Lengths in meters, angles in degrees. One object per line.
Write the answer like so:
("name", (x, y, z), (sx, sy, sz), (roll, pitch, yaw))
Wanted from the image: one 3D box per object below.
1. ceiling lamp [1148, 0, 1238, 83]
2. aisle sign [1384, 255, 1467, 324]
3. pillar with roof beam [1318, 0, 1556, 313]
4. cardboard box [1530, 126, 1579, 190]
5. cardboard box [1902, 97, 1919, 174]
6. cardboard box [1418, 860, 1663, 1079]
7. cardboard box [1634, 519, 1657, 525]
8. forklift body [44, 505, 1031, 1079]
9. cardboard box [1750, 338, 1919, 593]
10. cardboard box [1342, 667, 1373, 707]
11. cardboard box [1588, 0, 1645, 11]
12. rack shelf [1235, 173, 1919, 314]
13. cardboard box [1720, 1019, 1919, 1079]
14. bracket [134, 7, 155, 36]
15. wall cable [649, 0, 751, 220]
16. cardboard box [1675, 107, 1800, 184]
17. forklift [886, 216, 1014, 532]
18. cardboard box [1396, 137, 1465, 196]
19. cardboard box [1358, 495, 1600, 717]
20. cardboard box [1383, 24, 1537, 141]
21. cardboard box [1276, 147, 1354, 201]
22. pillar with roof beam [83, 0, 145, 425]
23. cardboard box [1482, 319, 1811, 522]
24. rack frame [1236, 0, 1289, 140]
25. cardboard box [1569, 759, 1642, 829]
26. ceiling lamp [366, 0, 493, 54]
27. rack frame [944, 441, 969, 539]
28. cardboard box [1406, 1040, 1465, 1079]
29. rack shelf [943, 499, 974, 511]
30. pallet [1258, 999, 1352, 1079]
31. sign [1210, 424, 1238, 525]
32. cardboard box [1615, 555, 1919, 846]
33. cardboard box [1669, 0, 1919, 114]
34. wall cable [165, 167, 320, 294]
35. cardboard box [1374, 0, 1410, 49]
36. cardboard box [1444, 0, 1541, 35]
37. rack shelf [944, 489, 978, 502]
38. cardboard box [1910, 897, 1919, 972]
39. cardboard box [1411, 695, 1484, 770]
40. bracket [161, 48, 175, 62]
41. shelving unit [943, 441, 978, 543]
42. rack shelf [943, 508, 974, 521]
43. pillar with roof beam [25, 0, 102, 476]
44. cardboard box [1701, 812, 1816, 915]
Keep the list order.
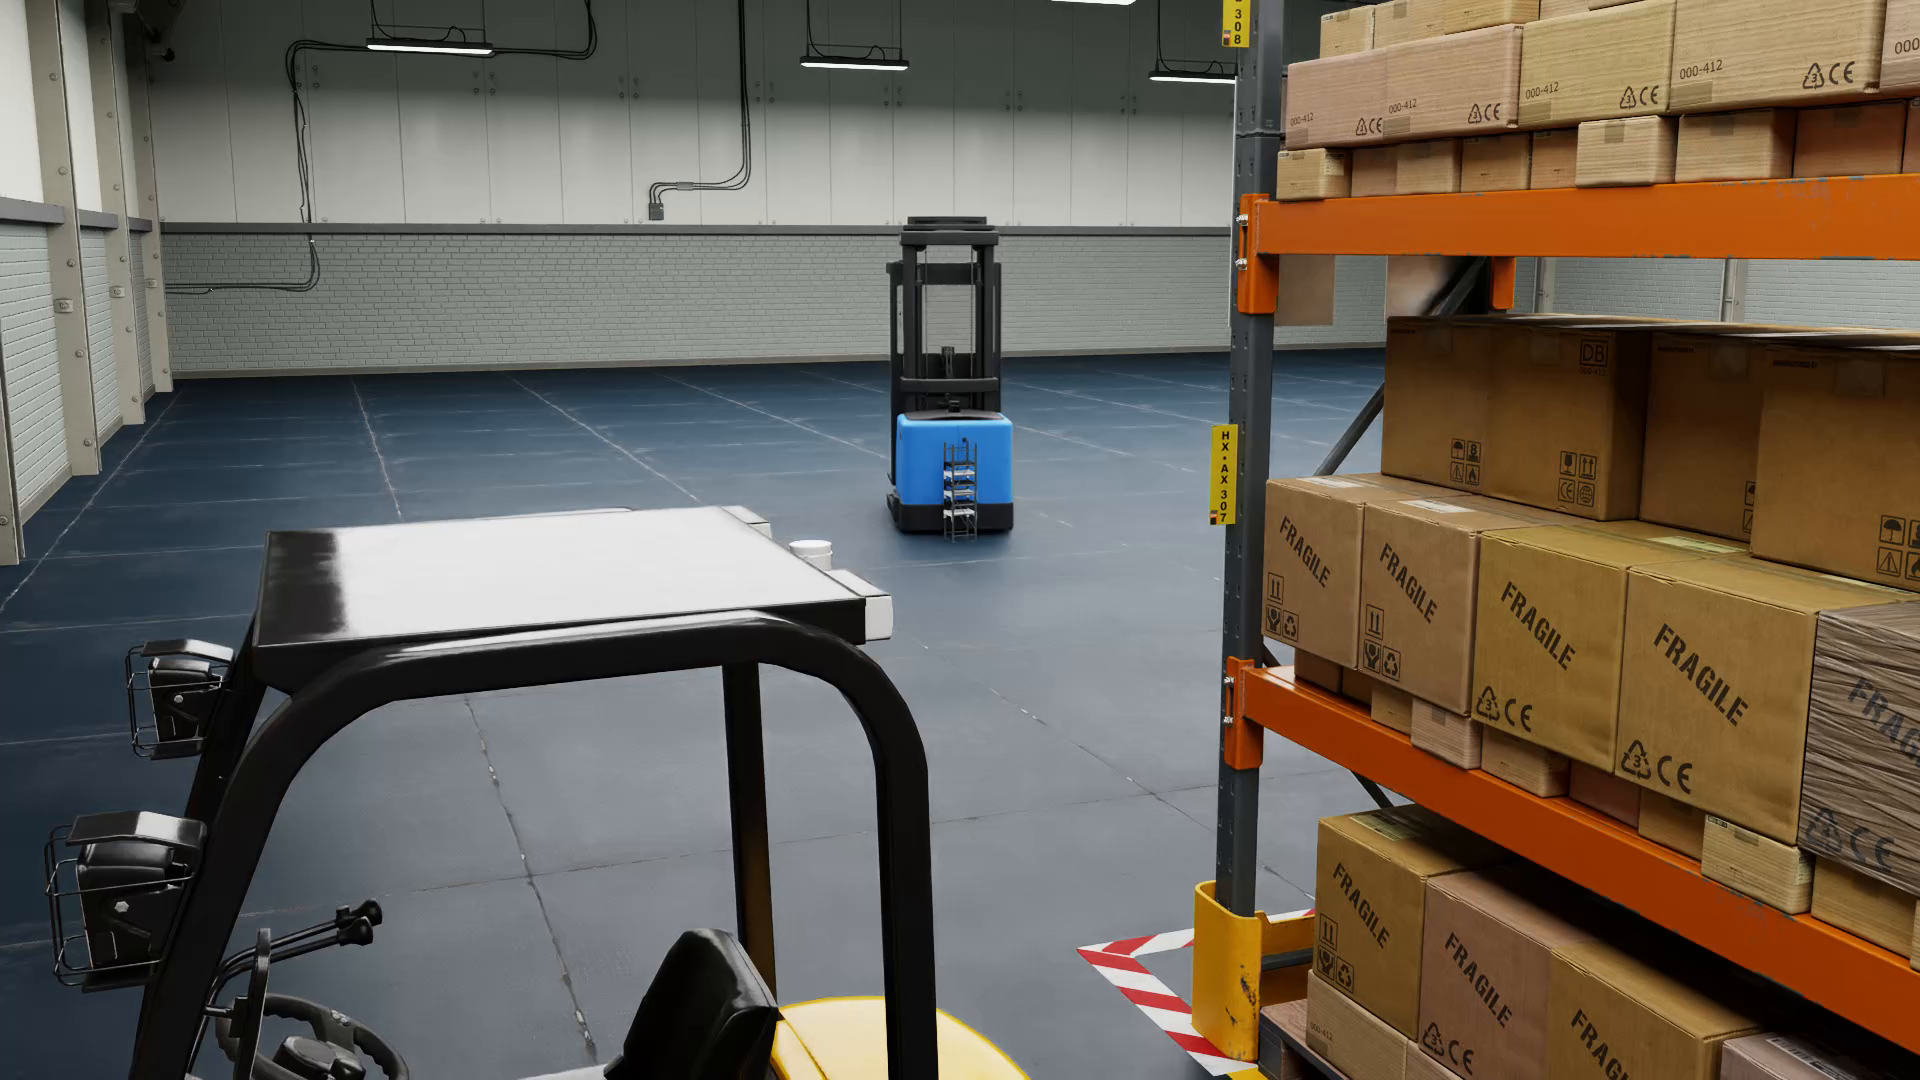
("ceiling lamp", (4.576, -10.645, 32.733), (2.000, 3.185, 0.800), (-4, 11, -21))
("aisle sign", (1.613, -1.128, 5.604), (0.394, 0.787, 0.004), (-4, 11, -21))
("pillar with roof beam", (10.628, -8.910, 39.643), (9.100, 9.000, 0.548), (-4, 11, -21))
("cardboard box", (1.638, -0.934, 4.086), (0.380, 0.149, 0.250), (-4, 11, -23))
("cardboard box", (2.042, -0.769, 3.159), (0.380, 0.149, 0.250), (-4, 11, -20))
("cardboard box", (1.603, 1.196, 4.471), (0.500, 0.500, 0.500), (-4, 11, -23))
("cardboard box", (1.996, 0.138, 4.776), (0.500, 0.500, 0.500), (-4, 11, -21))
("forklift body", (-0.872, 1.107, 2.883), (2.313, 2.155, 1.214), (-4, 11, -21))
("cardboard box", (2.263, -0.188, 3.753), (0.700, 0.500, 0.500), (-4, 11, -21))
("cardboard box", (1.401, 0.413, 5.082), (0.380, 0.149, 0.250), (-4, 11, -20))
("cardboard box", (1.663, -1.282, 3.766), (0.380, 0.149, 0.250), (-4, 11, -19))
("rack shelf", (2.090, -0.616, 3.637), (1.077, 0.370, 4.000), (-4, 11, -21))
("cardboard box", (1.979, 1.365, 3.521), (0.500, 0.500, 0.500), (-3, 11, -18))
("bracket", (-13.303, -8.490, 27.007), (0.076, 0.066, 4.783), (-4, 11, -21))
("wall cable", (-5.700, -10.023, 36.190), (2.305, 6.003, 0.169), (-4, 11, -21))
("cardboard box", (1.788, -0.847, 3.599), (0.380, 0.149, 0.250), (-4, 11, -22))
("forklift", (-0.164, -1.730, 16.607), (1.130, 2.935, 3.031), (-1, 10, -6))
("cardboard box", (1.426, -1.016, 4.546), (0.380, 0.149, 0.250), (-4, 11, -19))
("cardboard box", (1.469, 0.164, 4.629), (0.500, 0.500, 0.500), (-4, 11, -19))
("cardboard box", (1.473, -1.187, 4.374), (0.500, 0.250, 0.500), (-4, 11, -22))
("cardboard box", (1.183, -1.098, 5.011), (0.380, 0.149, 0.250), (-4, 11, -21))
("pillar with roof beam", (-8.532, -6.478, 25.970), (9.100, 9.000, 0.548), (-4, 11, -21))
("cardboard box", (1.931, -0.355, 4.691), (0.700, 0.500, 0.500), (-4, 11, -20))
("rack frame", (1.366, -2.773, 5.146), (1.000, 3.000, 0.127), (-4, 11, -21))
("cardboard box", (1.747, 0.585, 4.113), (0.380, 0.149, 0.250), (-4, 11, -19))
("ceiling lamp", (-8.891, -9.728, 27.578), (2.000, 3.185, 0.800), (-4, 11, -21))
("rack frame", (-0.034, -0.458, 15.257), (0.240, 0.900, 0.006), (-4, 11, -21))
("cardboard box", (1.578, 1.560, 4.566), (0.500, 0.250, 0.500), (-3, 11, -19))
("rack shelf", (0.003, -0.320, 15.185), (0.258, 0.077, 0.200), (-4, 11, -21))
("pallet", (1.655, 1.700, 5.088), (1.003, 0.211, 1.213), (-4, 11, -21))
("sign", (0.860, -0.212, 5.402), (0.100, 0.325, 0.005), (-4, 11, -21))
("cardboard box", (1.847, 0.329, 3.698), (0.500, 0.500, 0.500), (-4, 11, -22))
("cardboard box", (1.851, -1.020, 3.432), (0.500, 0.250, 0.500), (-4, 11, -20))
("wall cable", (-14.553, -6.220, 33.387), (3.097, 2.526, 0.112), (-4, 11, -21))
("cardboard box", (1.410, -1.454, 4.737), (0.380, 0.149, 0.250), (-4, 11, -21))
("cardboard box", (1.465, -1.364, 4.228), (0.380, 0.149, 0.250), (-4, 11, -21))
("rack shelf", (0.003, -0.409, 15.169), (0.258, 0.077, 0.200), (-4, 11, -21))
("cardboard box", (2.043, 0.758, 3.141), (0.380, 0.149, 0.250), (-4, 11, -22))
("cardboard box", (1.470, 0.506, 4.560), (0.380, 0.149, 0.250), (-4, 11, -20))
("bracket", (-15.397, -9.433, 32.307), (0.235, 0.232, 0.430), (-4, 11, -21))
("shelving unit", (0.003, -0.442, 15.164), (0.258, 0.900, 0.210), (-4, 11, -21))
("rack shelf", (0.003, -0.232, 15.201), (0.258, 0.077, 0.200), (-4, 11, -21))
("pillar with roof beam", (-6.357, -5.498, 20.465), (9.100, 9.000, 0.400), (-4, 11, -21))
("cardboard box", (1.851, 0.675, 3.609), (0.380, 0.149, 0.250), (-4, 11, -20))
